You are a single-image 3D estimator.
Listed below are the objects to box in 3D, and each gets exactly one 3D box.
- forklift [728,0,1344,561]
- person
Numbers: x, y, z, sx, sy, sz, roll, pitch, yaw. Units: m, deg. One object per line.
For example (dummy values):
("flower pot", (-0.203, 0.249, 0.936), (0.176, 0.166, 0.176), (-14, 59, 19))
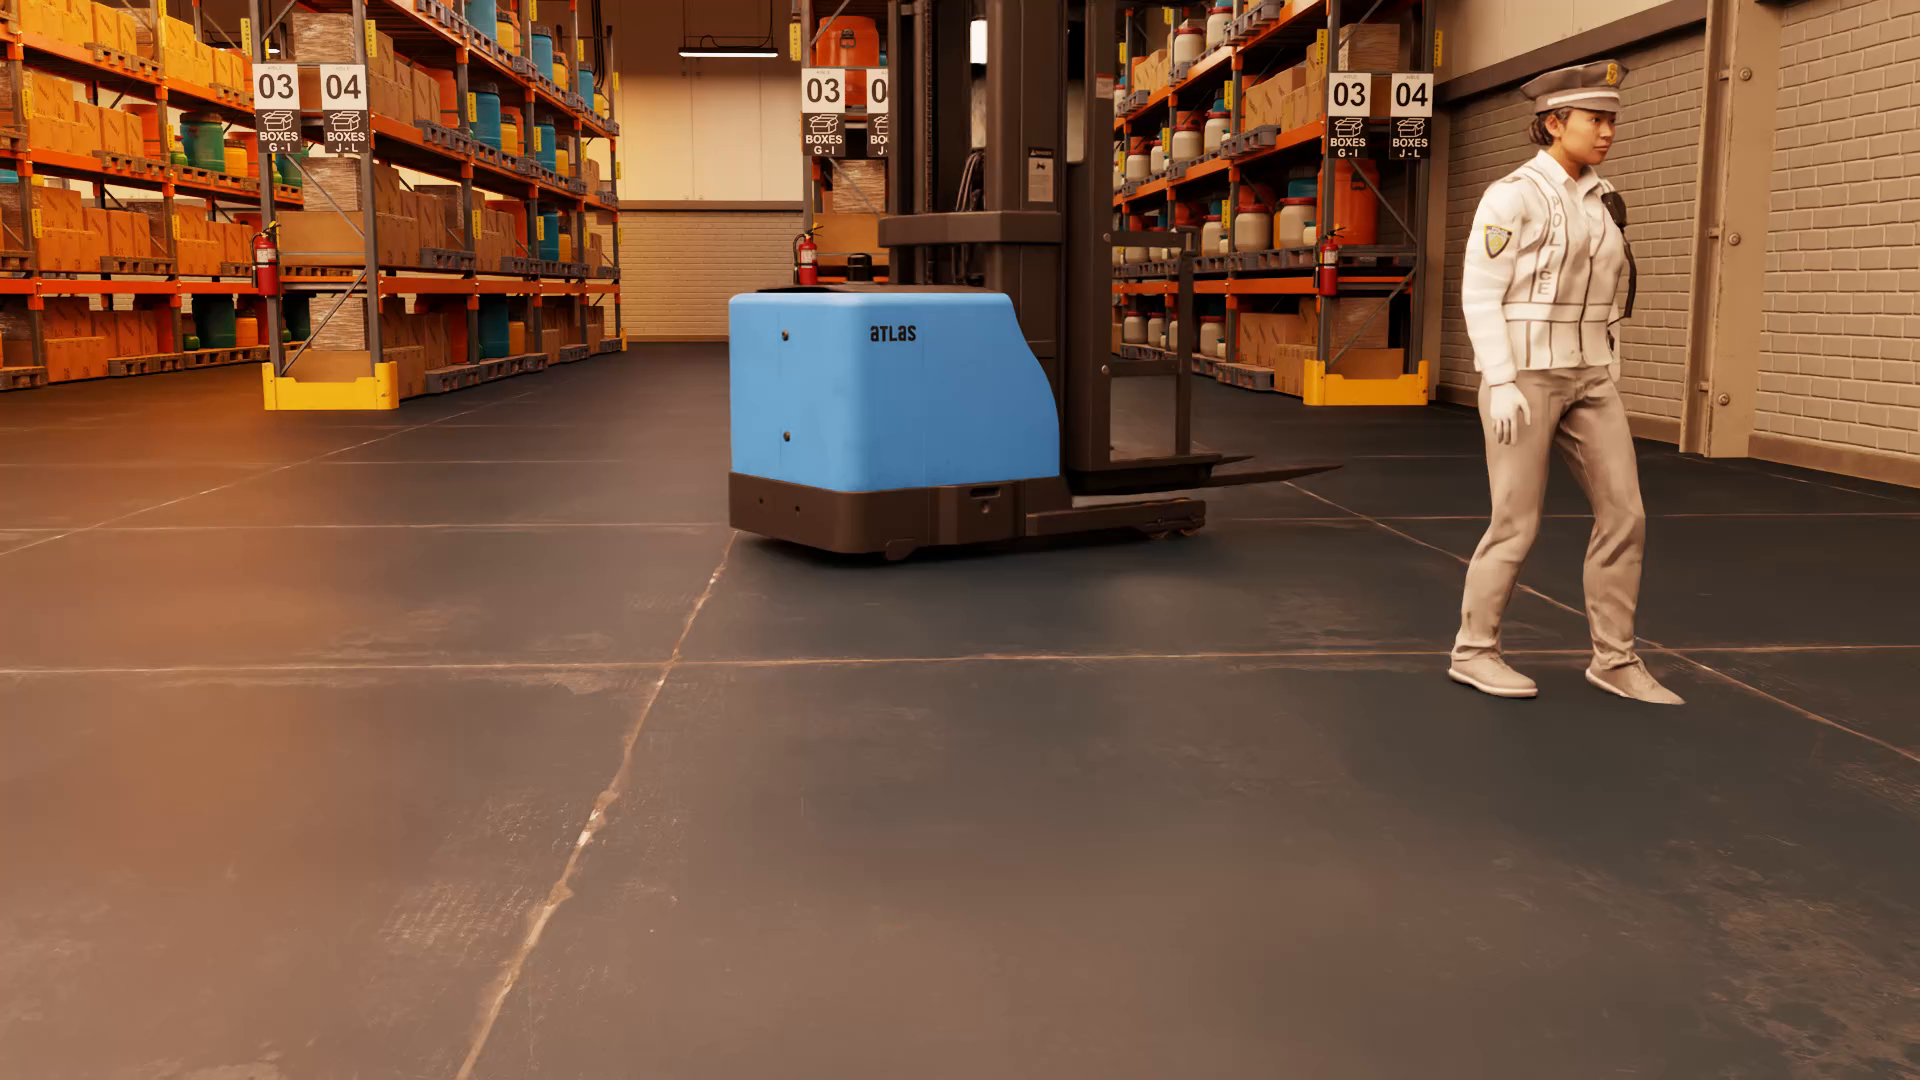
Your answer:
("forklift", (0.490, -1.511, 7.504), (3.031, 2.935, 1.130), (-6, 10, -35))
("person", (1.587, -0.377, 4.382), (0.573, 1.695, 0.506), (-4, 9, -27))
